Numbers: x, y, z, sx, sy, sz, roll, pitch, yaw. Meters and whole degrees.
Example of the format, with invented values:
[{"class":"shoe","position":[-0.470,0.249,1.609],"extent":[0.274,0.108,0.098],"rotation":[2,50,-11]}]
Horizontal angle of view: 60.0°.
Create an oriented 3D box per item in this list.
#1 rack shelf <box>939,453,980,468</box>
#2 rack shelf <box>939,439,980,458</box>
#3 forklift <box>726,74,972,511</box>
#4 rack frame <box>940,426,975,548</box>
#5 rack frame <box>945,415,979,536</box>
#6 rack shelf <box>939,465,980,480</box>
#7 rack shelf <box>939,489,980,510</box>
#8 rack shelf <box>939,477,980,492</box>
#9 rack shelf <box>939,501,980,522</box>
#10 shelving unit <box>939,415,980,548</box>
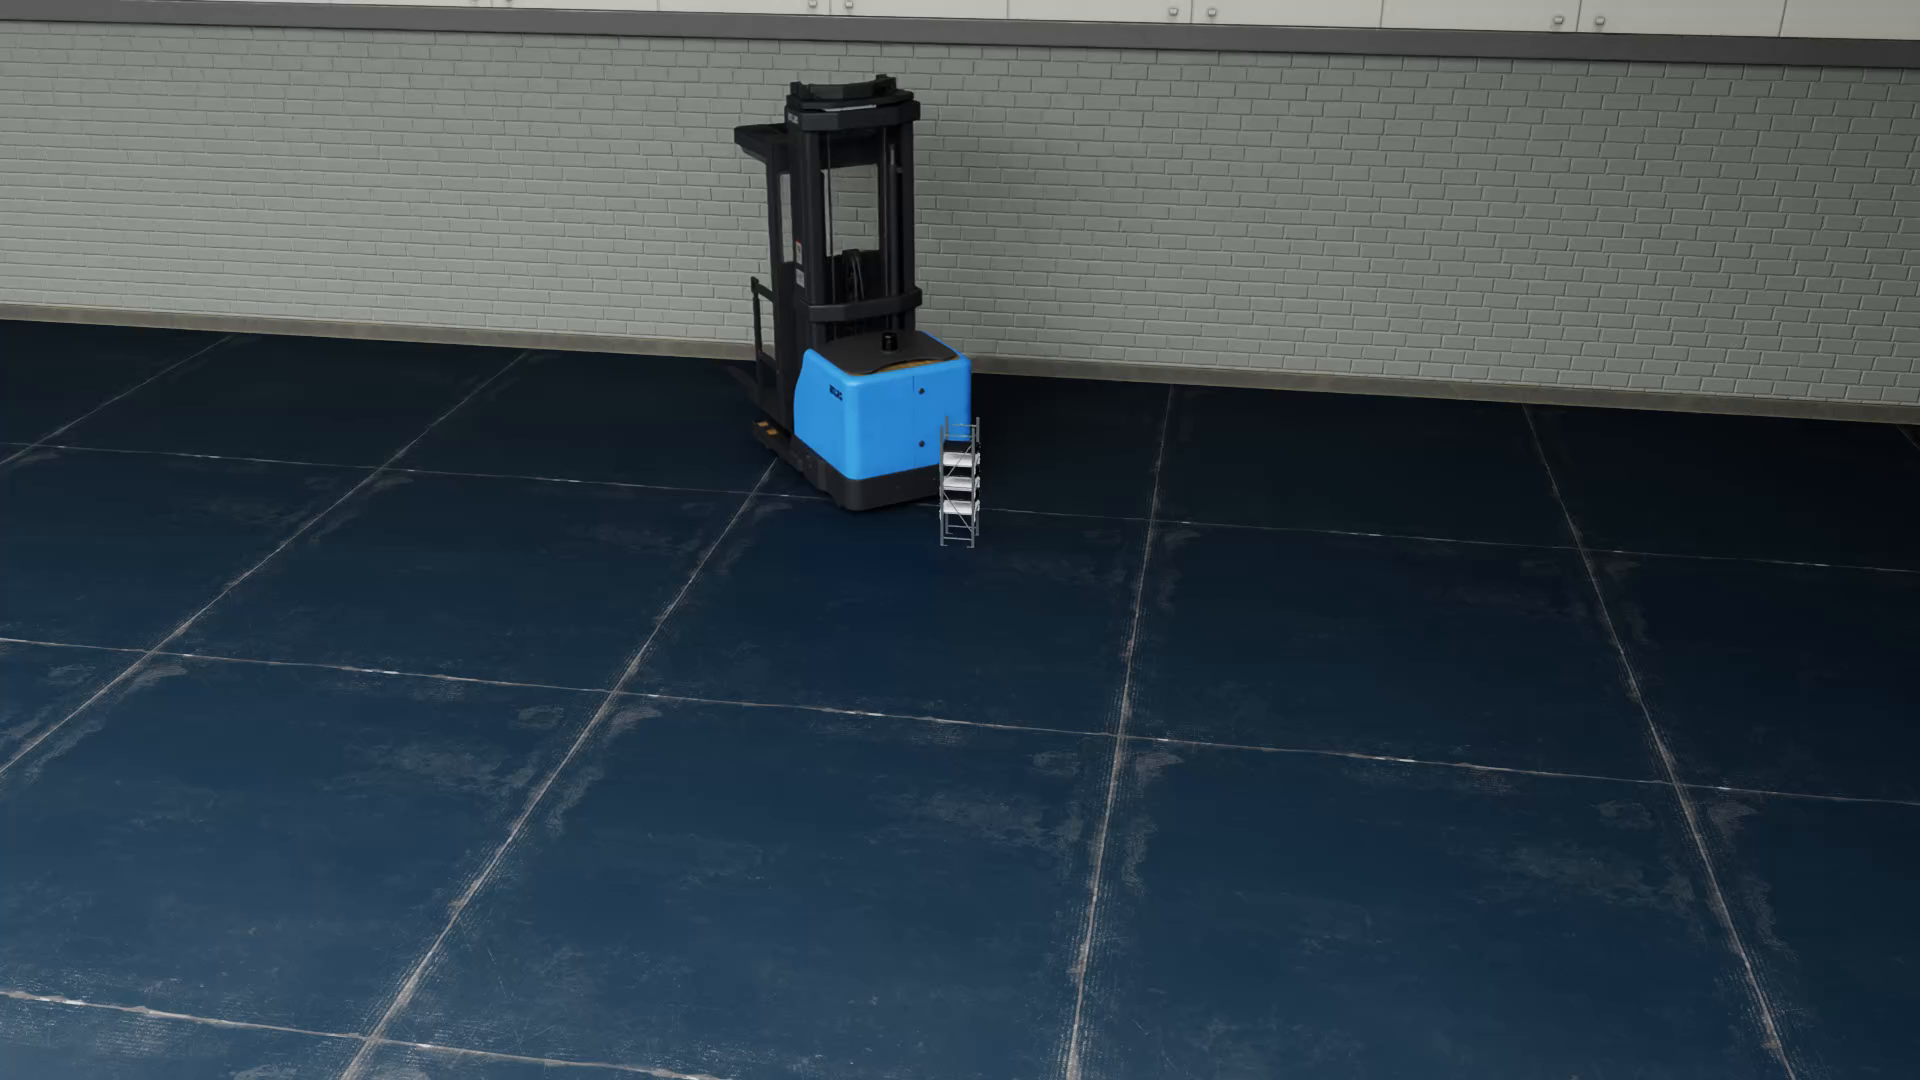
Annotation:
[{"class":"rack shelf","position":[-0.001,-0.537,11.534],"extent":[0.258,0.077,0.200],"rotation":[4,25,9]},{"class":"rack shelf","position":[-0.001,-0.619,11.496],"extent":[0.258,0.077,0.200],"rotation":[4,25,9]},{"class":"forklift","position":[-1.033,-2.130,12.886],"extent":[1.130,2.935,3.031],"rotation":[-13,28,-25]},{"class":"rack frame","position":[-0.018,-0.362,11.505],"extent":[0.240,0.900,0.006],"rotation":[4,25,9]},{"class":"rack frame","position":[0.015,-0.447,11.687],"extent":[0.240,0.900,0.006],"rotation":[4,25,9]},{"class":"rack shelf","position":[-0.001,-0.455,11.572],"extent":[0.258,0.077,0.200],"rotation":[4,25,9]},{"class":"rack shelf","position":[-0.001,-0.292,11.649],"extent":[0.258,0.077,0.200],"rotation":[4,25,9]},{"class":"rack shelf","position":[-0.001,-0.374,11.610],"extent":[0.258,0.077,0.200],"rotation":[4,25,9]},{"class":"rack shelf","position":[-0.001,-0.211,11.687],"extent":[0.258,0.077,0.200],"rotation":[4,25,9]},{"class":"shelving unit","position":[-0.001,-0.404,11.596],"extent":[0.258,0.900,0.210],"rotation":[4,25,9]}]
